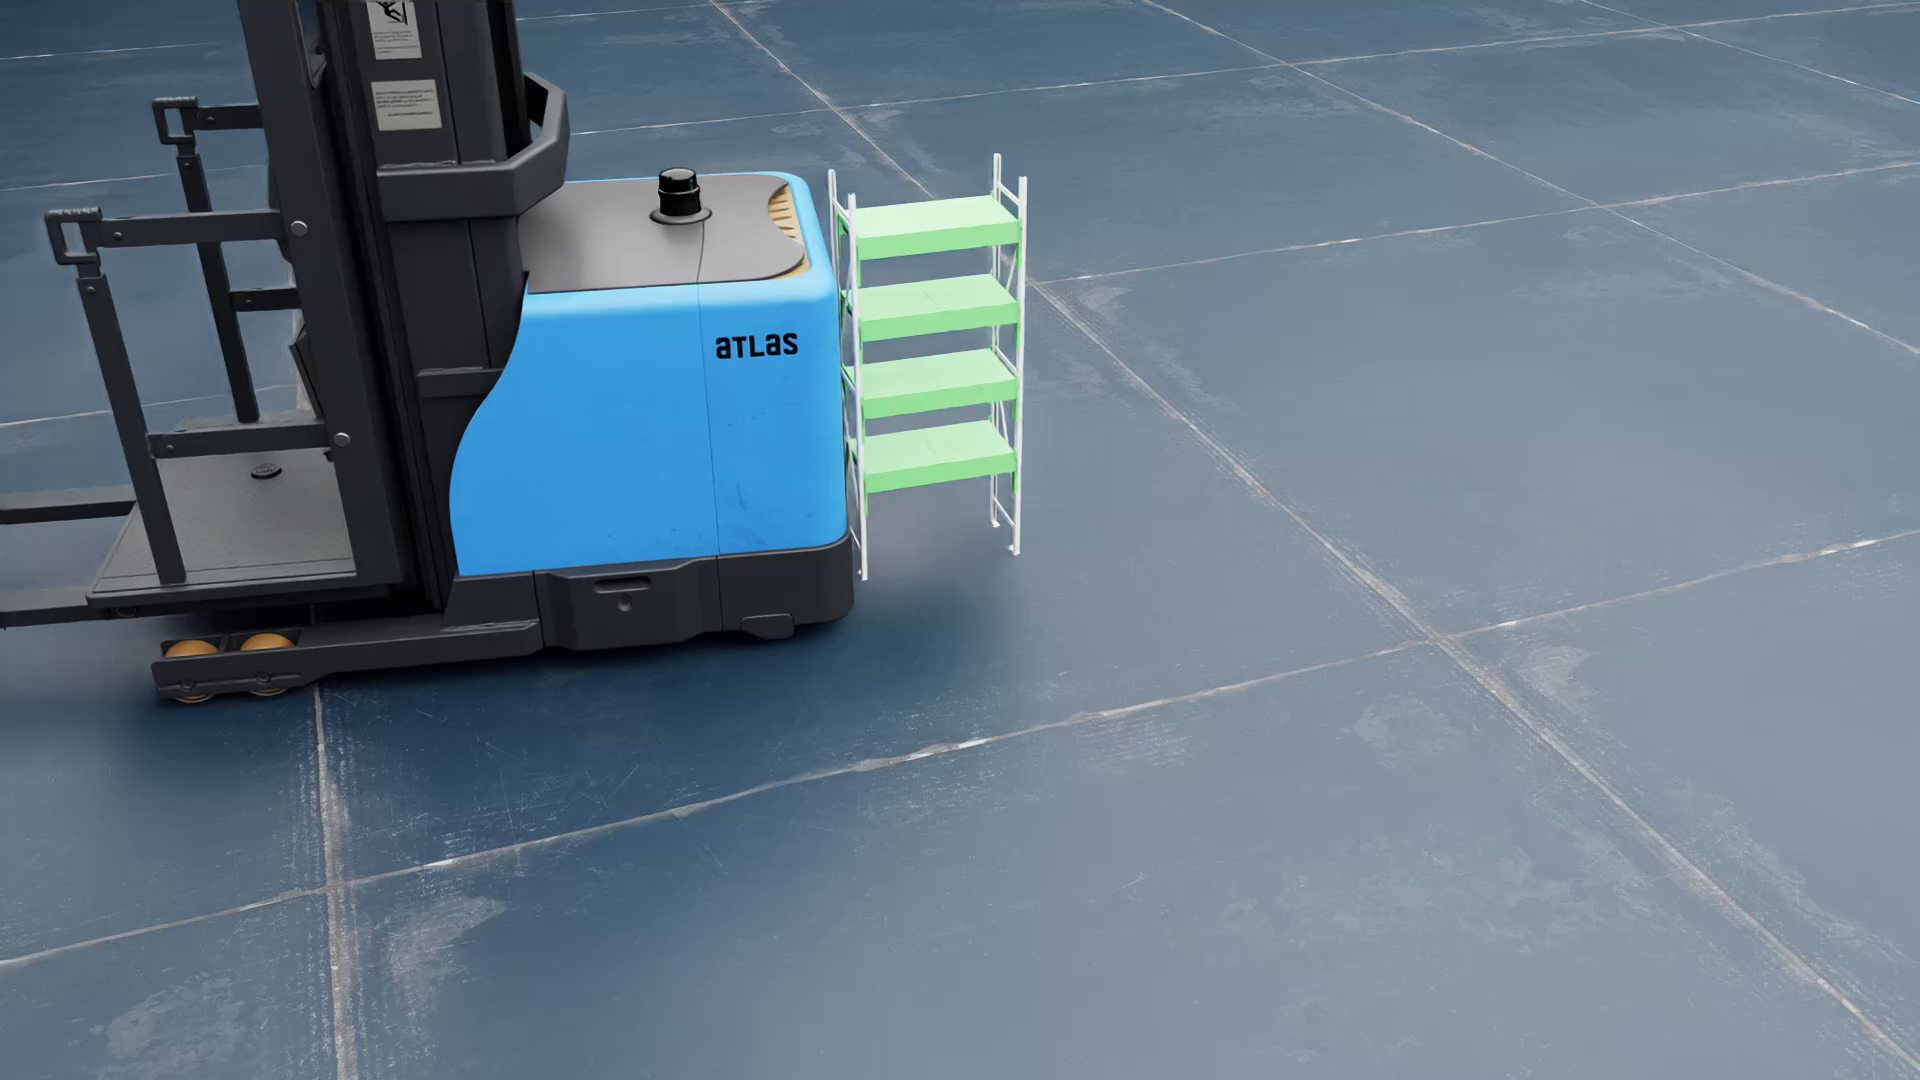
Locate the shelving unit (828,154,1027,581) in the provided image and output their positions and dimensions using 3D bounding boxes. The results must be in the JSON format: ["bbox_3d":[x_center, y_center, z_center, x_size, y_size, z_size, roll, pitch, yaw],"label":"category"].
[{"bbox_3d":[-0.092,-0.492,4.902,0.503,1.200,0.258,-9,31,-16],"label":"shelving unit"}]

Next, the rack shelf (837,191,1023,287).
[{"bbox_3d":[-0.092,-0.854,4.696,0.480,0.148,0.258,-9,31,-16],"label":"rack shelf"}]

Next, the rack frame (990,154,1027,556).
[{"bbox_3d":[0.140,-0.529,4.967,0.015,1.200,0.240,-9,31,-16],"label":"rack frame"}]

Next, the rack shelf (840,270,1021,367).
[{"bbox_3d":[-0.092,-0.645,4.815,0.480,0.148,0.258,-9,31,-16],"label":"rack shelf"}]

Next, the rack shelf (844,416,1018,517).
[{"bbox_3d":[-0.092,-0.228,5.052,0.480,0.148,0.258,-9,31,-16],"label":"rack shelf"}]

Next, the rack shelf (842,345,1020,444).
[{"bbox_3d":[-0.092,-0.437,4.933,0.480,0.148,0.258,-9,31,-16],"label":"rack shelf"}]

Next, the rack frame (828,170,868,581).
[{"bbox_3d":[-0.324,-0.455,4.836,0.015,1.200,0.240,-9,31,-16],"label":"rack frame"}]

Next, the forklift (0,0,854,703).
[{"bbox_3d":[-1.871,-1.117,4.250,3.031,2.935,1.130,-5,30,-8],"label":"forklift"}]
